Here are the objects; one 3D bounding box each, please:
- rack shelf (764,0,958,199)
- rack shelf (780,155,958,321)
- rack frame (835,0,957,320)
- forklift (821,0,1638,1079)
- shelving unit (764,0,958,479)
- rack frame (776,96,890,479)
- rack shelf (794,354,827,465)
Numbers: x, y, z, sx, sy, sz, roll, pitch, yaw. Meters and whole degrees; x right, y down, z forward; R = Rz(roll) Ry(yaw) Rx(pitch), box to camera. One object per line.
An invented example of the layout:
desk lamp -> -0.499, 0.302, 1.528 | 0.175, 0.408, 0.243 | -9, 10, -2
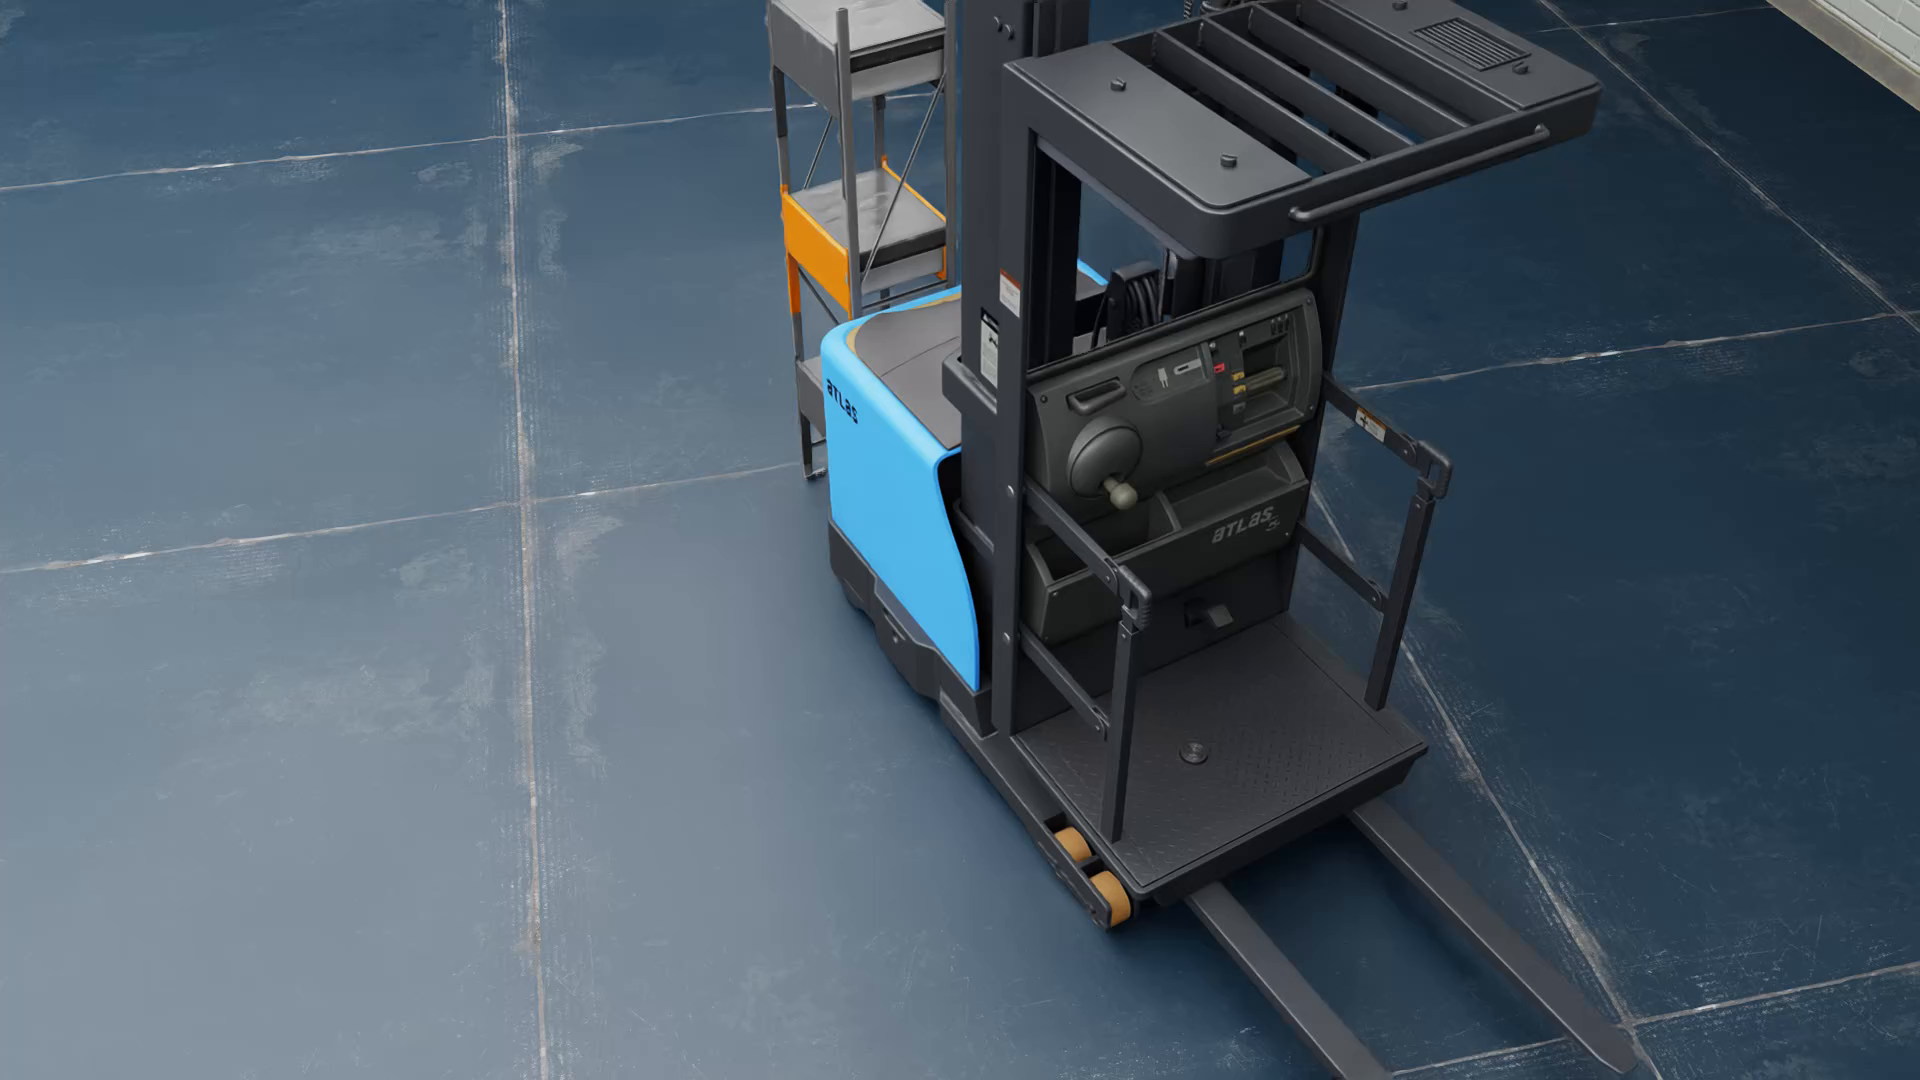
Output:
rack shelf -> -0.312, -1.471, 5.291 | 0.431, 0.518, 0.480 | -22, 46, -23
rack shelf -> -0.312, -0.947, 5.756 | 0.431, 0.518, 0.480 | -22, 46, -23
rack frame -> -0.187, -0.818, 5.590 | 0.400, 2.100, 0.015 | -22, 46, -23
forklift -> 0.718, -0.300, 4.381 | 1.130, 2.935, 3.031 | -22, 46, -23
shelving unit -> -0.312, -0.957, 5.747 | 0.431, 2.100, 0.503 | -22, 46, -23
rack frame -> -0.438, -1.096, 5.903 | 0.400, 2.100, 0.015 | -22, 46, -23
rack shelf -> -0.312, -0.424, 6.220 | 0.431, 0.518, 0.480 | -22, 46, -23
